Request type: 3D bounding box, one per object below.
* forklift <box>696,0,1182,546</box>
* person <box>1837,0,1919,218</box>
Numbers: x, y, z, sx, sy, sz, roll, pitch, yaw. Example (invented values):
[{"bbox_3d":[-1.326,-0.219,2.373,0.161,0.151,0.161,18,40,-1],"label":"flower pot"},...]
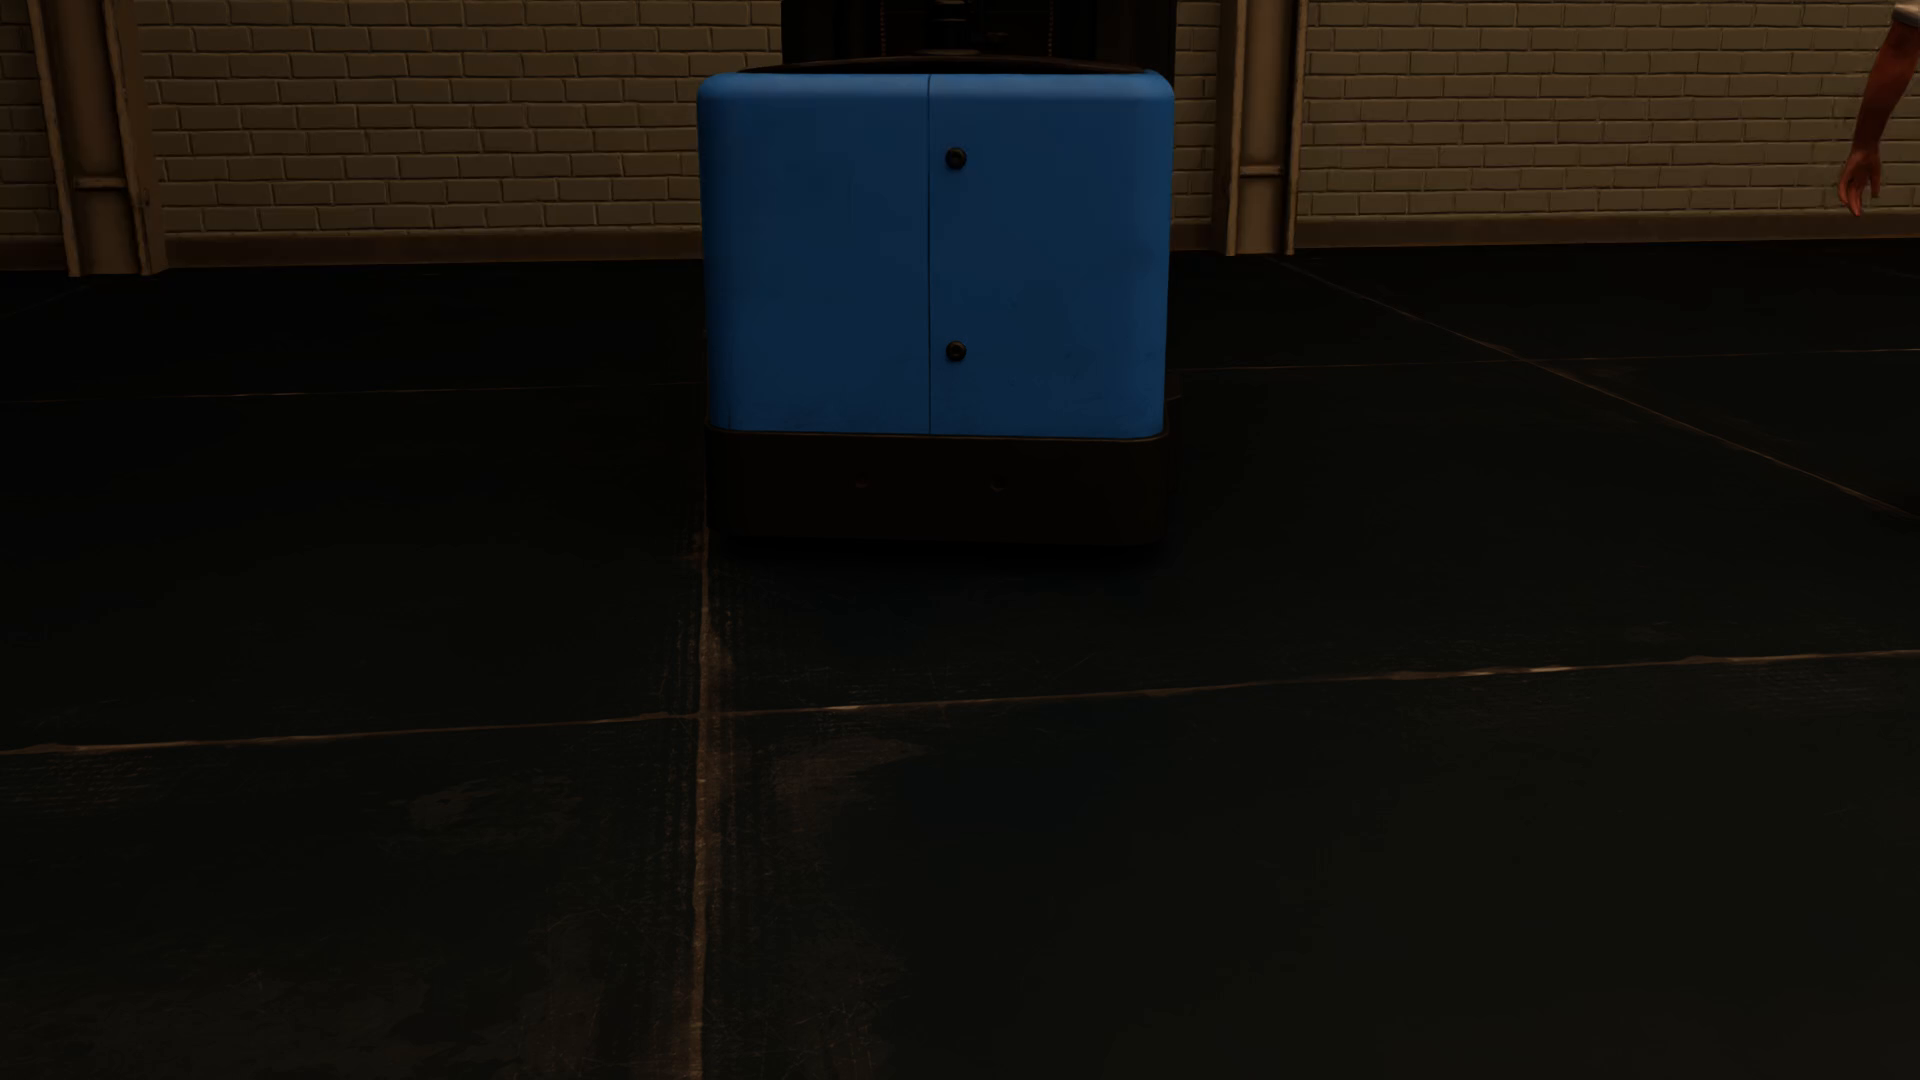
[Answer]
[{"bbox_3d":[0.074,-1.766,4.747,1.130,2.935,3.031,2,17,5],"label":"forklift"},{"bbox_3d":[2.572,-0.892,3.998,0.584,1.700,0.728,-7,18,-21],"label":"person"}]
